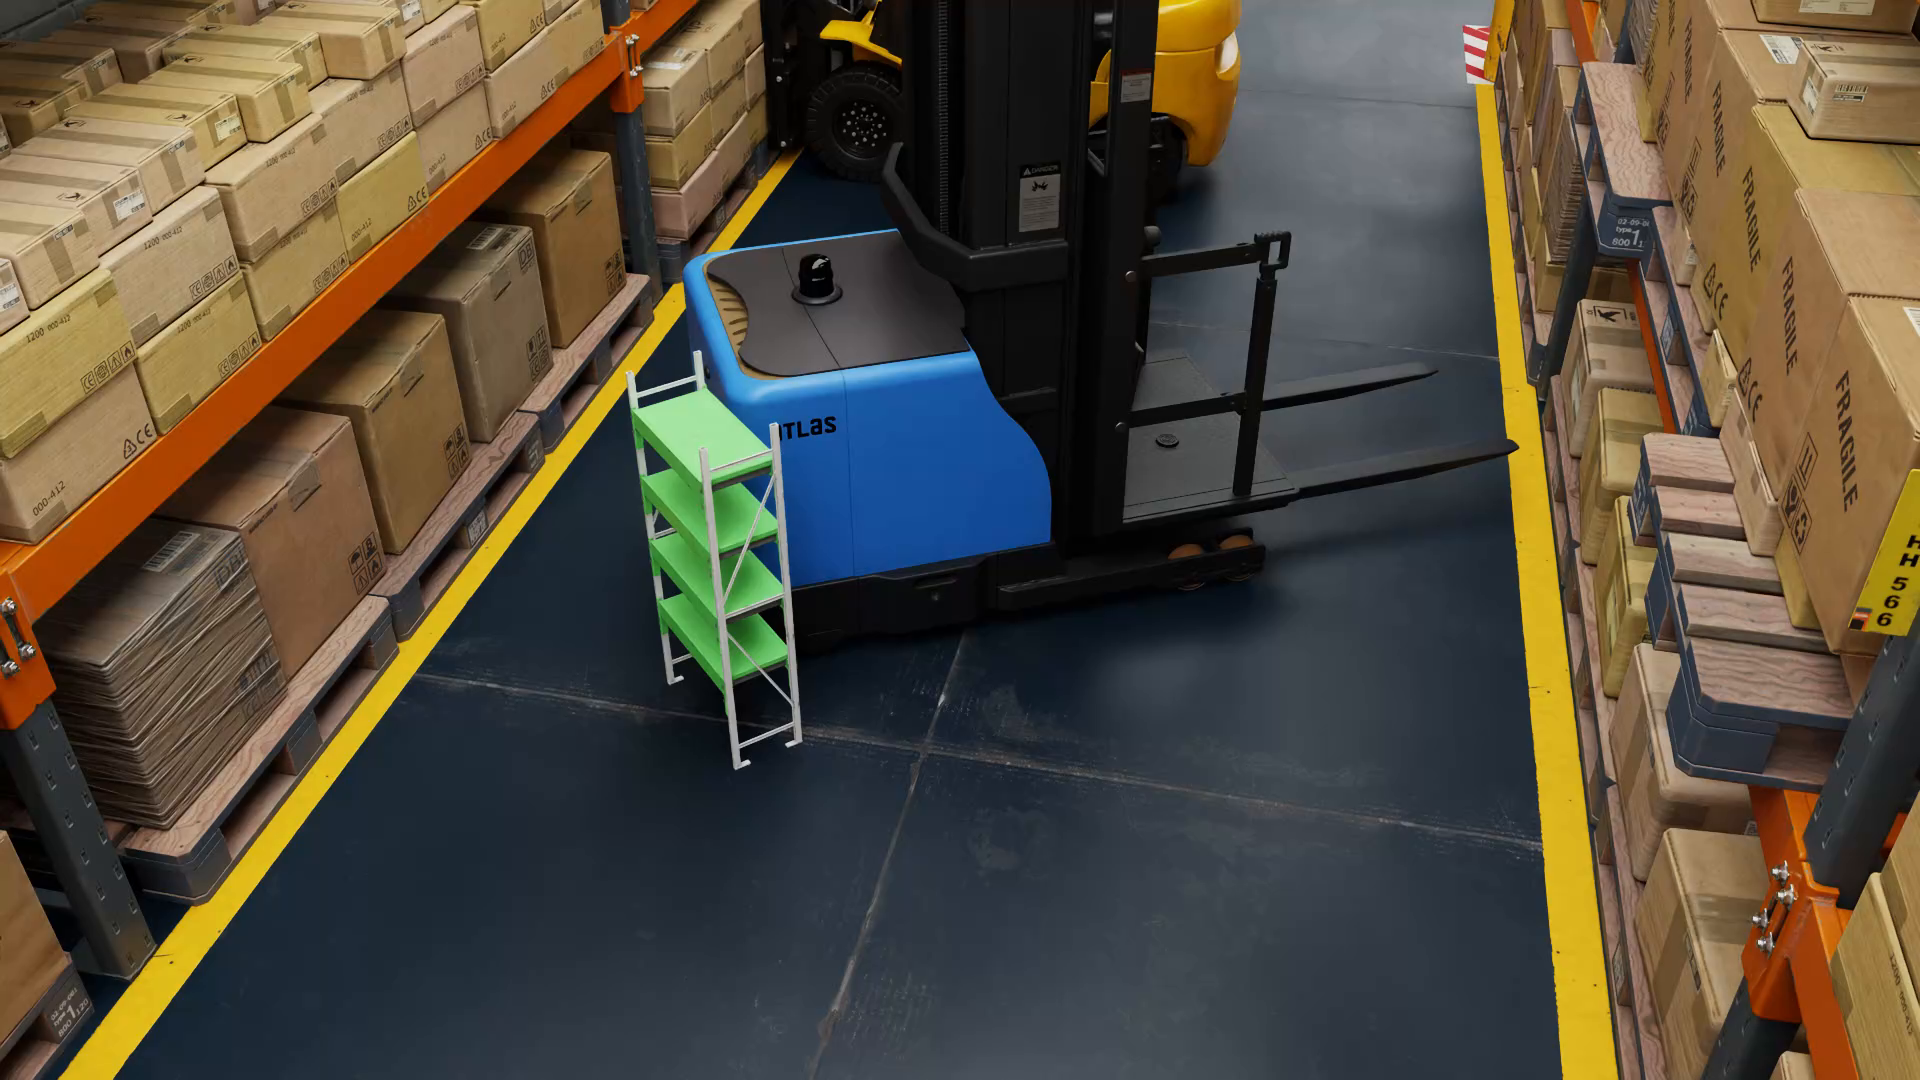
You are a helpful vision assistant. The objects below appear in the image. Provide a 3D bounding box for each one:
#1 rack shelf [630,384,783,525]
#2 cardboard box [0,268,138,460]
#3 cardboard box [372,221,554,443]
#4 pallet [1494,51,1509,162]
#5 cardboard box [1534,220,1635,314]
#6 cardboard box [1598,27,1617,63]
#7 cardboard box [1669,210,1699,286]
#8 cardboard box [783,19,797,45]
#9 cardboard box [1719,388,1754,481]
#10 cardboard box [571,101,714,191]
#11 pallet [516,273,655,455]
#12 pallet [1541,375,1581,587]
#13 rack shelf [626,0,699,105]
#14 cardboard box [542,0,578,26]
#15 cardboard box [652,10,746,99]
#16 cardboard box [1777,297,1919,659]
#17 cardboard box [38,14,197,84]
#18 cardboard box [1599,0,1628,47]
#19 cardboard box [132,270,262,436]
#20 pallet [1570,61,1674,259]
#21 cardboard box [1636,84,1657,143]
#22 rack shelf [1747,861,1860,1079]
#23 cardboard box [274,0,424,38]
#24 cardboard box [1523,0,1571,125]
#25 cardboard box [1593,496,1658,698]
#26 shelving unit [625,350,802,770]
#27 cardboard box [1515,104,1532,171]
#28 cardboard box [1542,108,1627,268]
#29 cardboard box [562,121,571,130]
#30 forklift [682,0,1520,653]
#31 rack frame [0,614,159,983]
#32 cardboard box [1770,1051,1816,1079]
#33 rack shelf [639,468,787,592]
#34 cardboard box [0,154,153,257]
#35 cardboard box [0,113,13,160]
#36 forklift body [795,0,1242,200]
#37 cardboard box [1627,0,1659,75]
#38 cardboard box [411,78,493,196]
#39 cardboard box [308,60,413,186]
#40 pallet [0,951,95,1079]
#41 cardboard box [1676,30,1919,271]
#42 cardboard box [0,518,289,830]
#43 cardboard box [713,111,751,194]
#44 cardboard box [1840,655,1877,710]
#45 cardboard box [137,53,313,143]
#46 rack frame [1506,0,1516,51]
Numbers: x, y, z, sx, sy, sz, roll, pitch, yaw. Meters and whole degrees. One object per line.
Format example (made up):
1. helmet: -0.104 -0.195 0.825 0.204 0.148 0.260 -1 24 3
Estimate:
1. rack shelf: -0.745 -0.258 4.875 0.258 0.148 0.480 -21 41 -26
2. cardboard box: -2.393 -0.457 4.027 0.500 0.250 0.500 7 37 10
3. cardboard box: -2.170 -0.852 6.536 0.875 0.625 0.625 7 37 9
4. pallet: 3.583 -2.427 9.419 1.003 0.211 1.213 7 37 10
5. cardboard box: 2.817 -1.197 7.331 0.500 0.250 0.500 9 37 12
6. cardboard box: 2.724 -1.889 6.514 0.380 0.149 0.250 7 37 9
7. cardboard box: 2.221 -0.815 4.675 0.380 0.149 0.250 9 37 12
8. cardboard box: -1.159 -2.751 9.049 0.500 0.250 0.500 7 37 10
9. cardboard box: 1.997 -0.217 3.849 0.380 0.149 0.250 6 36 8
10. cardboard box: -1.492 -1.886 7.855 0.500 0.250 0.500 7 37 10
11. pallet: -2.016 -0.832 7.218 1.003 0.211 1.213 7 37 10
12. pallet: 2.788 -0.193 6.336 1.003 0.211 1.213 7 37 10
13. rack shelf: -1.469 -3.244 8.782 1.077 0.370 4.000 7 37 10
14. cardboard box: -1.752 -2.216 6.454 0.500 0.250 0.500 7 36 9
15. cardboard box: -1.368 -2.380 8.110 0.500 0.250 0.500 7 37 10
16. cardboard box: 1.924 -0.101 3.137 0.500 0.500 0.500 6 36 9
17. cardboard box: -2.570 -1.493 5.115 0.380 0.149 0.250 8 37 11
18. cardboard box: 2.805 -2.215 6.411 0.500 0.500 0.500 6 36 9
19. cardboard box: -2.305 -0.546 4.575 0.500 0.250 0.500 7 36 9
20. pallet: 2.648 -1.271 5.610 1.003 0.211 1.213 7 37 10
21. cardboard box: 2.465 -1.417 5.506 0.380 0.149 0.250 8 37 11
22. rack shelf: 1.672 1.963 1.599 1.077 0.370 4.000 7 37 10
23. cardboard box: -1.997 -1.731 5.445 0.380 0.149 0.250 8 37 10
24. cardboard box: 3.138 -2.393 8.342 0.500 0.500 0.500 8 37 11
25. cardboard box: 2.547 0.238 5.247 0.950 0.372 0.625 8 37 12
26. shelving unit: -0.745 0.079 5.119 0.258 1.200 0.503 -21 41 -26
27. cardboard box: 3.145 -2.084 8.555 0.500 0.250 0.500 10 37 13
28. cardboard box: 2.818 -1.501 7.112 0.500 0.500 0.500 7 36 9
29. cardboard box: -1.980 -2.156 7.802 0.500 0.250 0.500 8 37 11
30. forklift: 0.597 -1.292 5.535 3.031 2.935 1.130 -10 37 -13
31. rack frame: -2.751 -0.095 3.825 1.000 3.000 0.127 7 37 10
32. cardboard box: 1.870 1.601 2.938 0.875 0.875 0.875 7 37 10
33. rack shelf: -0.745 -0.064 5.016 0.258 0.148 0.480 -21 41 -26
34. cardboard box: -2.310 -0.848 4.226 0.380 0.149 0.250 8 37 11
35. cardboard box: -2.833 -1.064 4.524 0.380 0.149 0.250 7 36 9
36. forklift body: 0.335 -3.022 8.587 2.313 2.155 1.214 7 37 10
37. cardboard box: 2.573 -1.866 5.572 0.500 0.500 0.500 8 37 11
38. cardboard box: -1.987 -1.436 5.803 0.500 0.250 0.500 8 37 10
39. cardboard box: -2.096 -1.341 5.246 0.500 0.250 0.500 8 37 11
40. pallet: -2.947 1.457 4.059 1.003 0.211 1.213 7 37 10
41. cardboard box: 2.248 -1.001 4.379 0.500 0.500 0.500 6 36 8
42. cardboard box: -2.604 0.341 4.890 0.875 0.625 0.625 8 37 11
43. cardboard box: -1.376 -1.974 8.403 0.500 0.250 0.500 7 36 9
44. cardboard box: 1.939 0.239 3.220 0.380 0.149 0.250 9 37 12
45. cardboard box: -2.130 -1.285 4.829 0.380 0.149 0.250 8 37 11
46. rack frame: 3.808 -4.061 9.298 1.000 3.000 0.127 7 37 10
